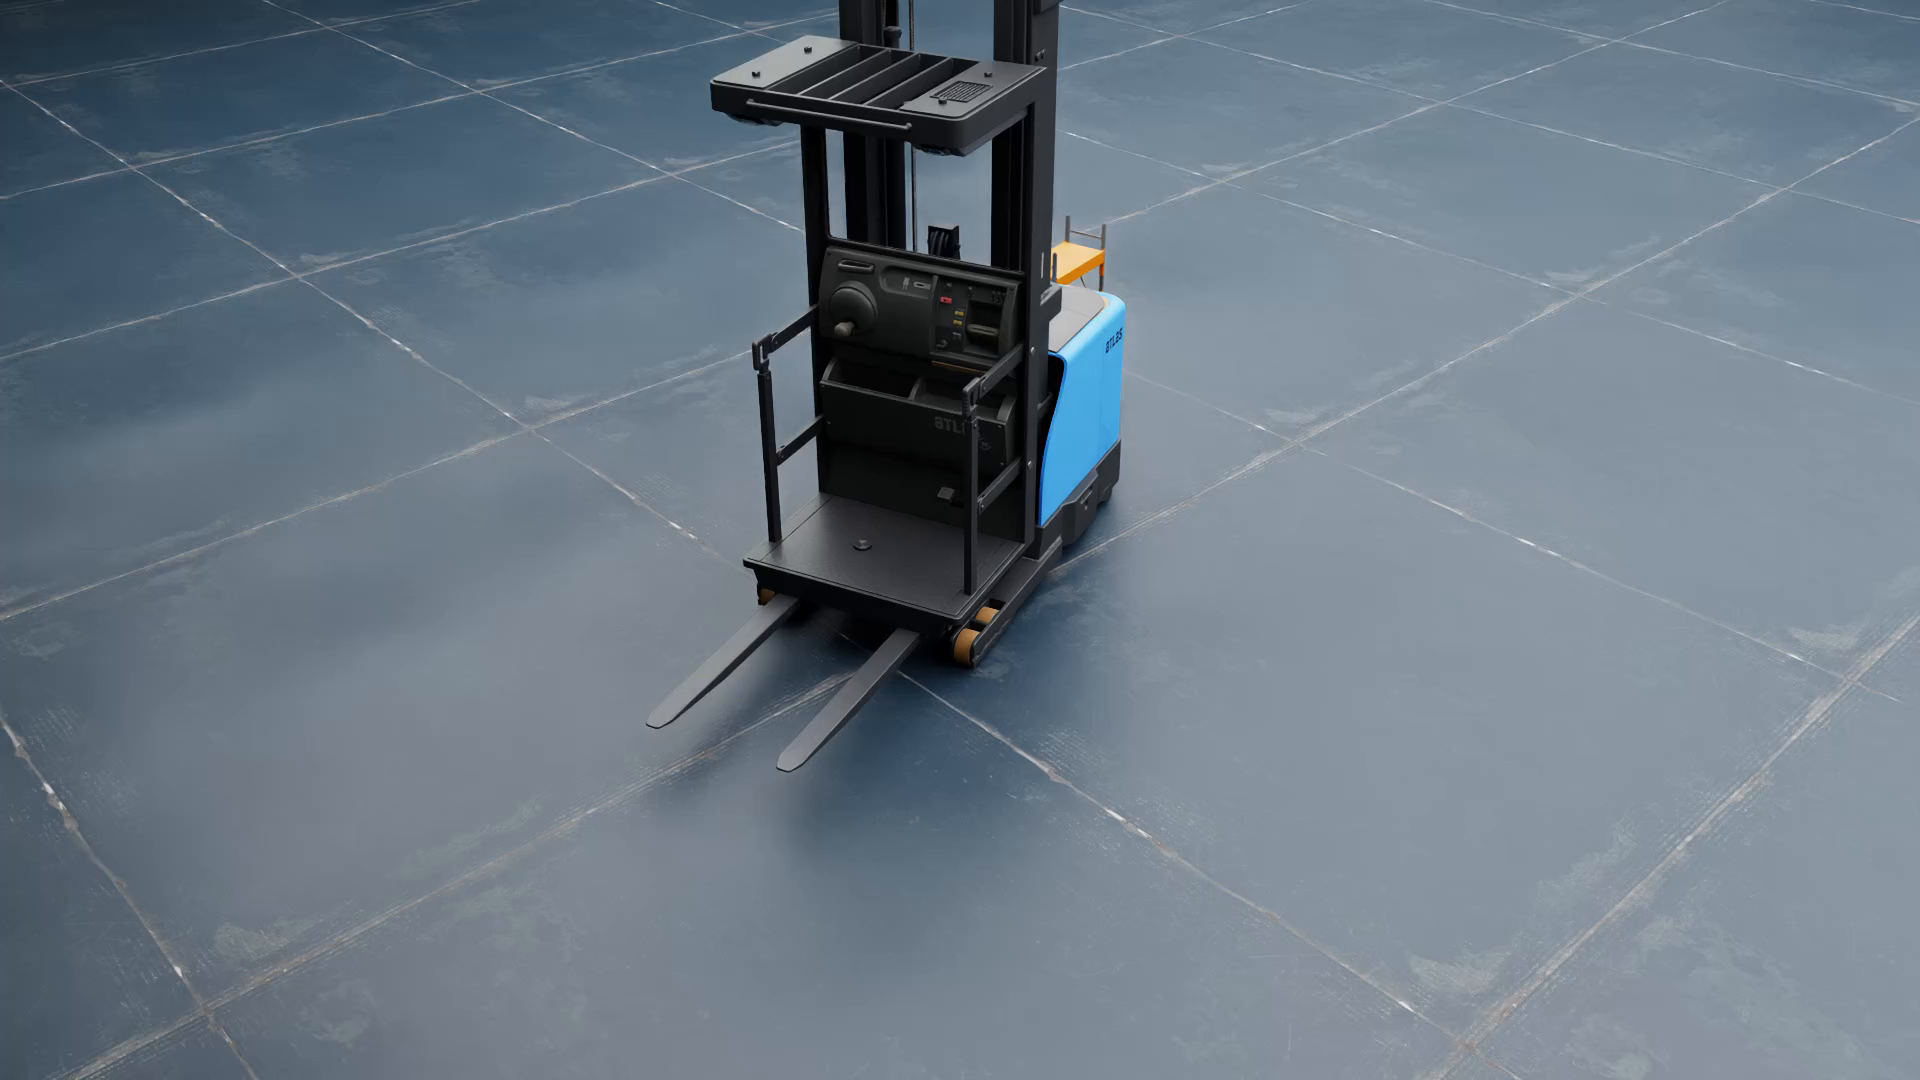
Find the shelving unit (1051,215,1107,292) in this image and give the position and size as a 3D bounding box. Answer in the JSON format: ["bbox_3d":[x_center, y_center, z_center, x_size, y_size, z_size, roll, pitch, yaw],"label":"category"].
[{"bbox_3d":[0.522,-1.057,8.829,0.258,1.200,0.503,20,37,29],"label":"shelving unit"}]

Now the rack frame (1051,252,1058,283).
[{"bbox_3d":[0.384,-0.952,8.657,0.240,1.200,0.015,20,37,29],"label":"rack frame"}]

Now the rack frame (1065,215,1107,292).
[{"bbox_3d":[0.659,-1.162,9.000,0.240,1.200,0.015,20,37,29],"label":"rack frame"}]

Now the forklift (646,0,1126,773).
[{"bbox_3d":[-0.281,-0.956,7.004,1.130,2.935,3.031,15,34,22],"label":"forklift"}]

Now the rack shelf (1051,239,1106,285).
[{"bbox_3d":[0.522,-1.392,8.624,0.258,0.148,0.480,20,37,29],"label":"rack shelf"}]

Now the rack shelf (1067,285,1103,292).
[{"bbox_3d":[0.522,-1.190,8.747,0.258,0.148,0.480,20,37,29],"label":"rack shelf"}]
